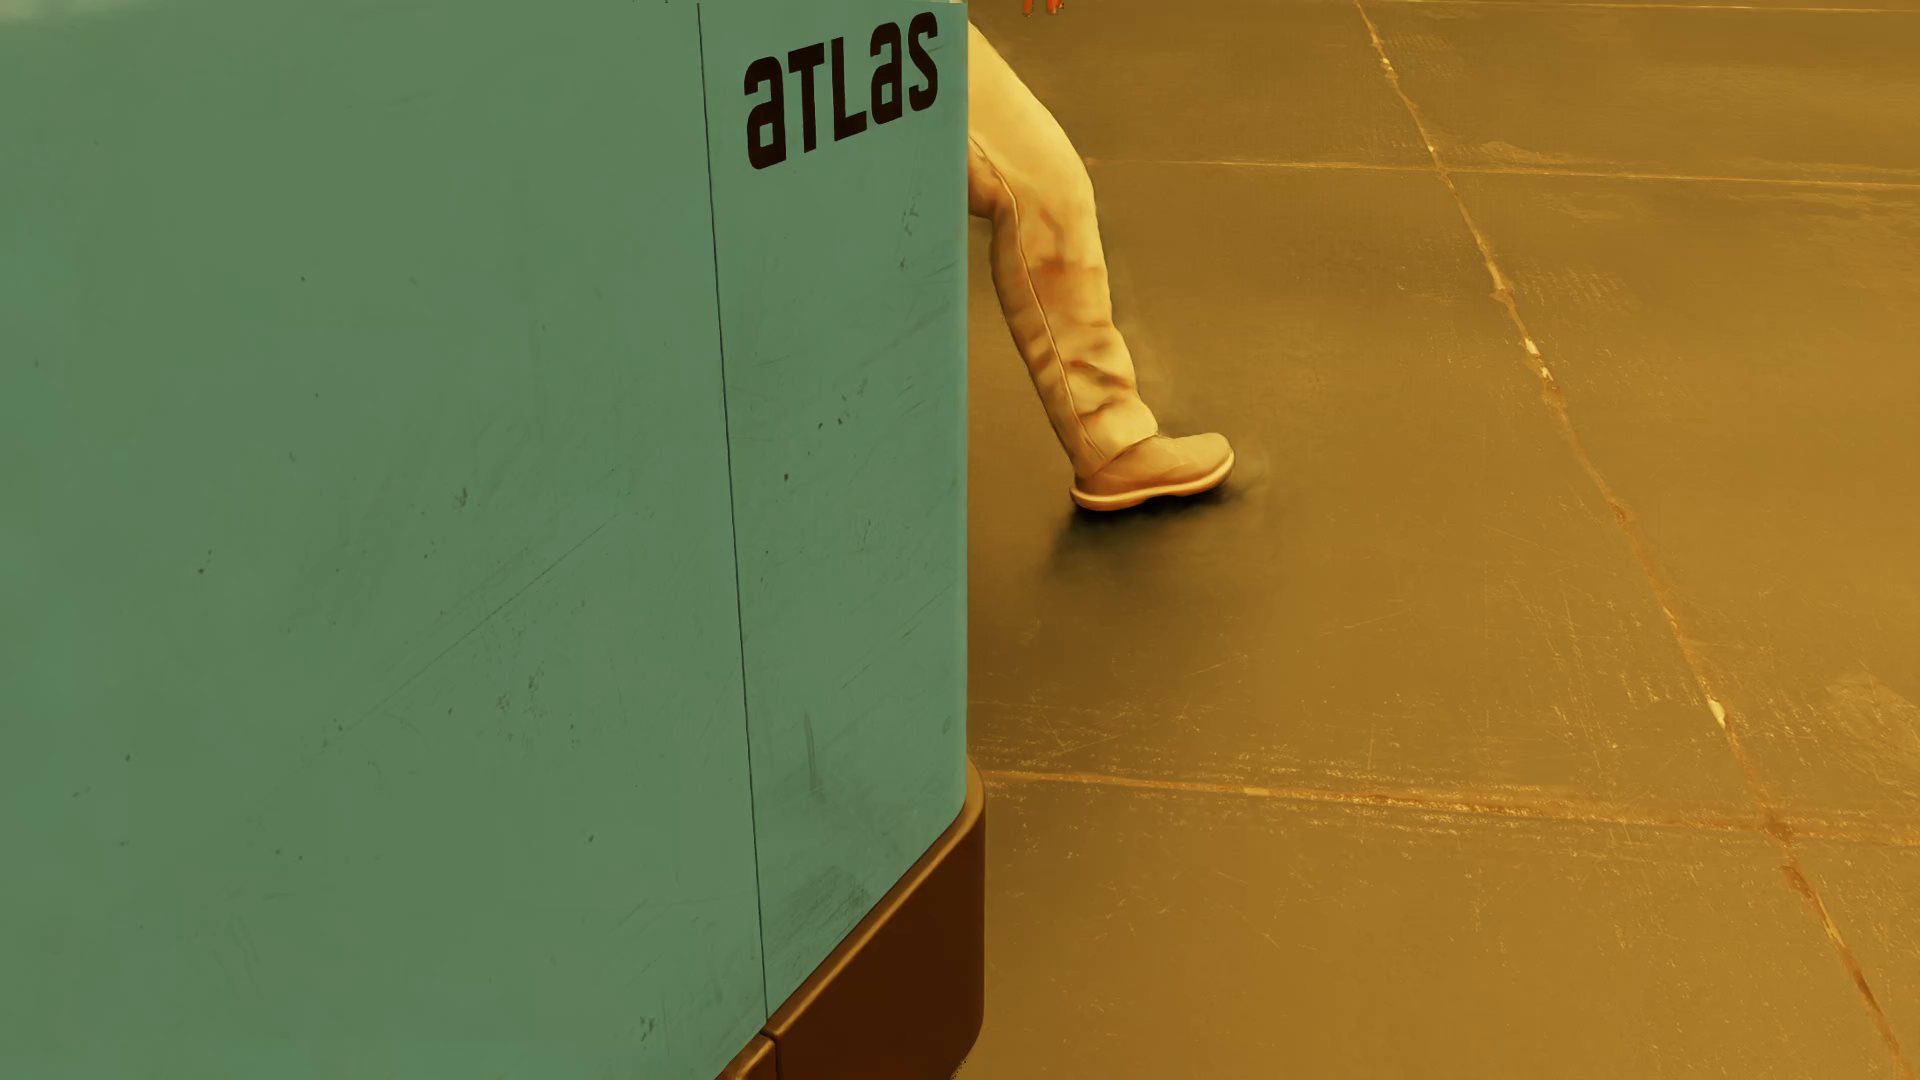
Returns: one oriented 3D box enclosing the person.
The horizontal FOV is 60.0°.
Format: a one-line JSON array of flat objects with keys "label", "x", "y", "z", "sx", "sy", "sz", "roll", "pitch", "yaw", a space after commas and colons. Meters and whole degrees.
[{"label": "person", "x": -0.092, "y": -0.902, "z": 2.697, "sx": 0.946, "sy": 1.489, "sz": 1.134, "roll": -4, "pitch": 27, "yaw": -8}]
